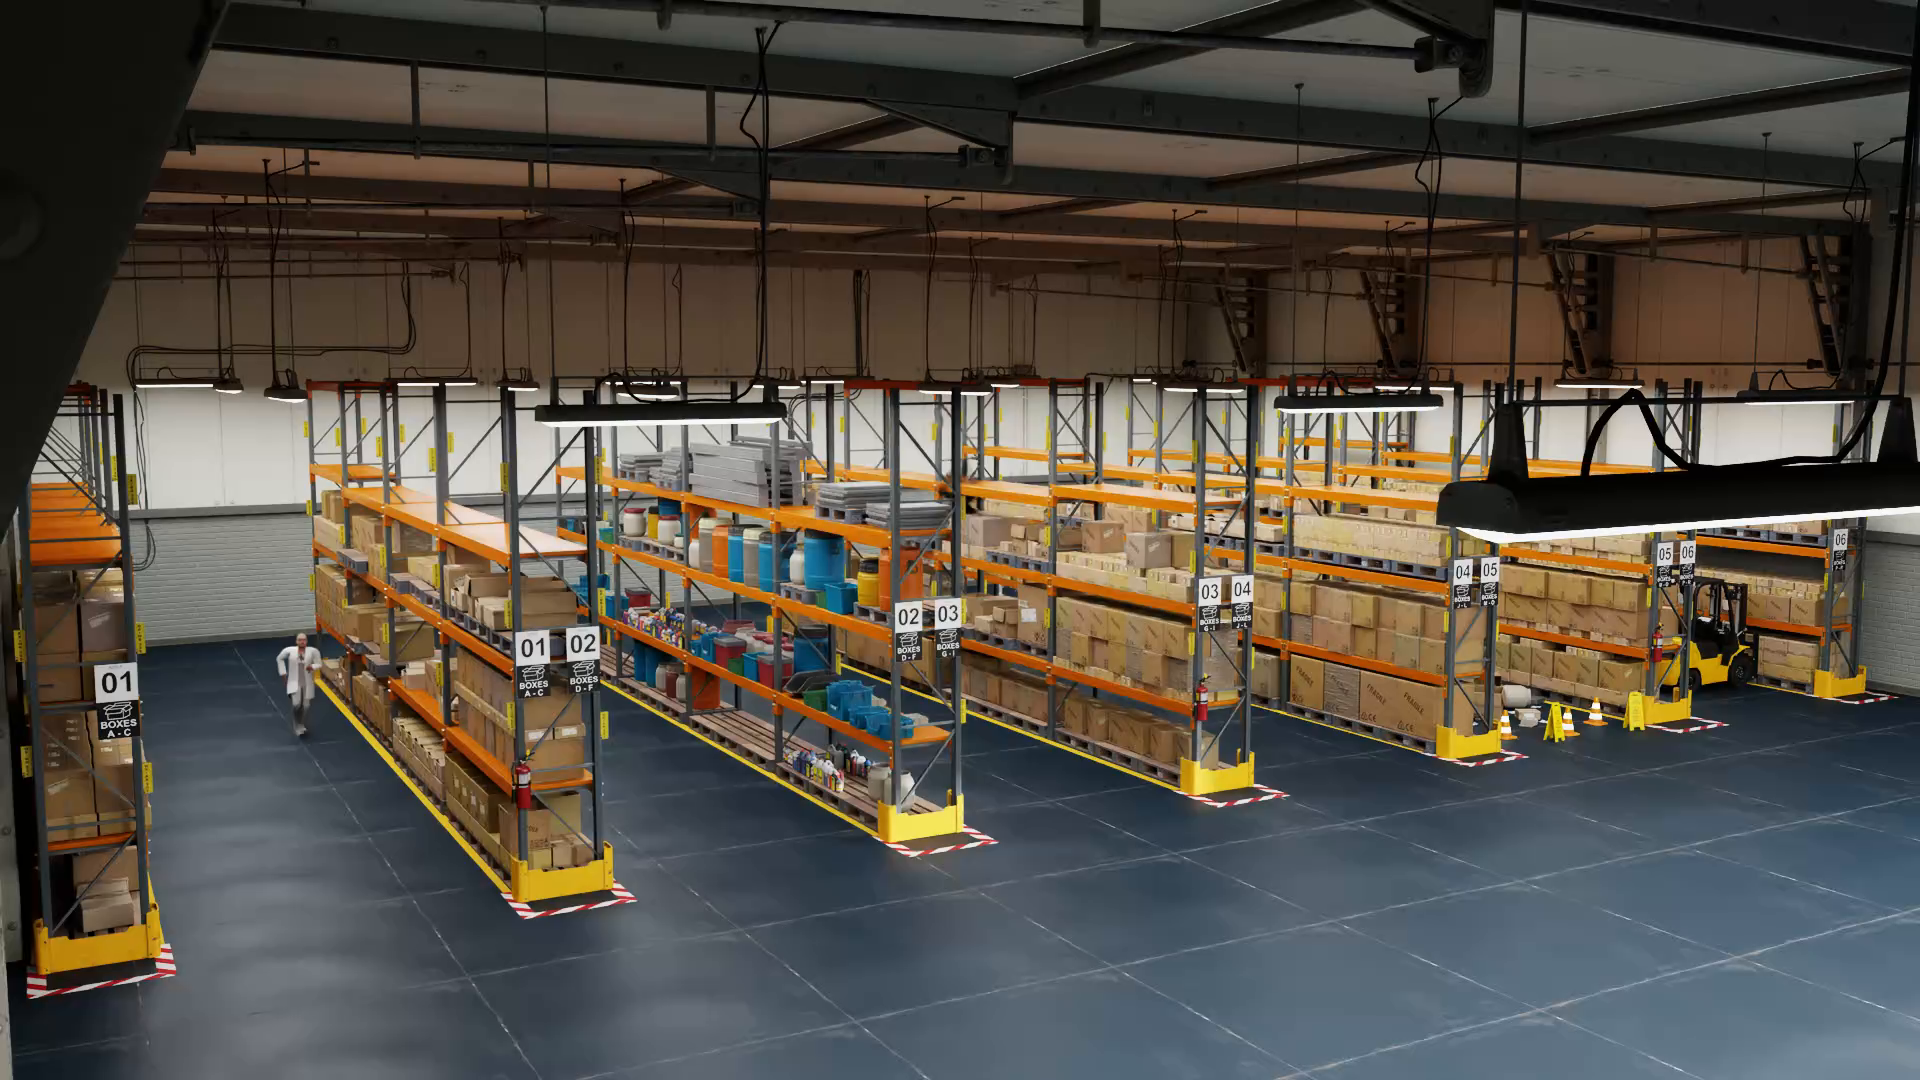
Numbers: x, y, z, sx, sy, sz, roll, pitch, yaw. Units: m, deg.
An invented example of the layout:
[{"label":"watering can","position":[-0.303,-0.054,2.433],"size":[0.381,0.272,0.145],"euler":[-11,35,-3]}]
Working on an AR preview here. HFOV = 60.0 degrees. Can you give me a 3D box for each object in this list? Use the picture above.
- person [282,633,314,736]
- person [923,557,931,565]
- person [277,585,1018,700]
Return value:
[{"label":"person","position":[-11.197,2.456,28.262],"size":[0.654,1.762,0.799],"euler":[-3,7,-29]},{"label":"person","position":[-0.872,1.180,40.635],"size":[0.674,1.652,0.899],"euler":[3,7,24]},{"label":"person","position":[-4.898,1.659,35.714],"size":[1.907,1.813,20.392],"euler":[6,8,43]}]
